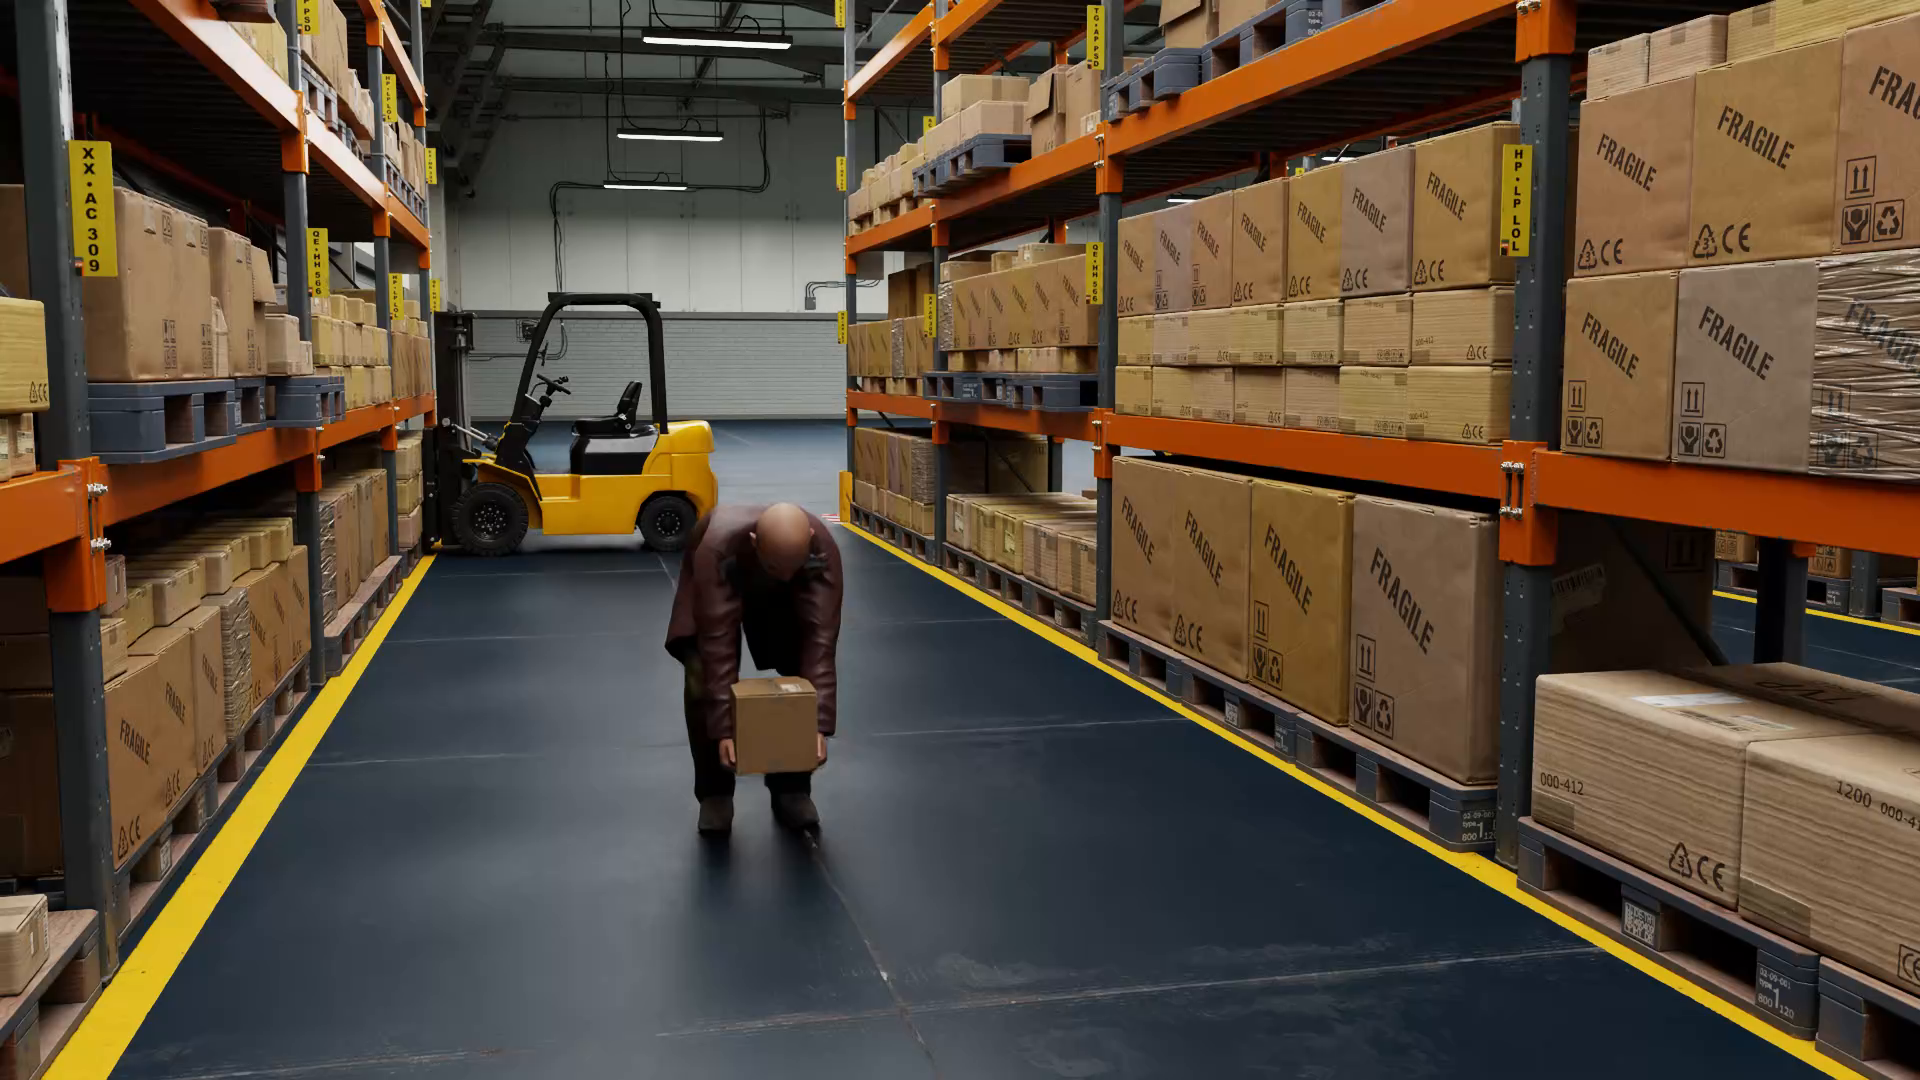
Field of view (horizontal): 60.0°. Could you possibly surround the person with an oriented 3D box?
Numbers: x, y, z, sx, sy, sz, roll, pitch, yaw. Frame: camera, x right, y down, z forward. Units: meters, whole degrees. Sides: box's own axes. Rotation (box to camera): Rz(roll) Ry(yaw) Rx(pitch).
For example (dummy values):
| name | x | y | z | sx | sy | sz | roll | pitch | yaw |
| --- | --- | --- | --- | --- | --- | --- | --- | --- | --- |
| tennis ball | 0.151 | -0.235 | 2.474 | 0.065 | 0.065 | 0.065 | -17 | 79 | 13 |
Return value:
| name | x | y | z | sx | sy | sz | roll | pitch | yaw |
| --- | --- | --- | --- | --- | --- | --- | --- | --- | --- |
| person | -0.659 | 0.426 | 5.481 | 0.585 | 1.117 | 0.937 | -2 | 6 | -16 |
